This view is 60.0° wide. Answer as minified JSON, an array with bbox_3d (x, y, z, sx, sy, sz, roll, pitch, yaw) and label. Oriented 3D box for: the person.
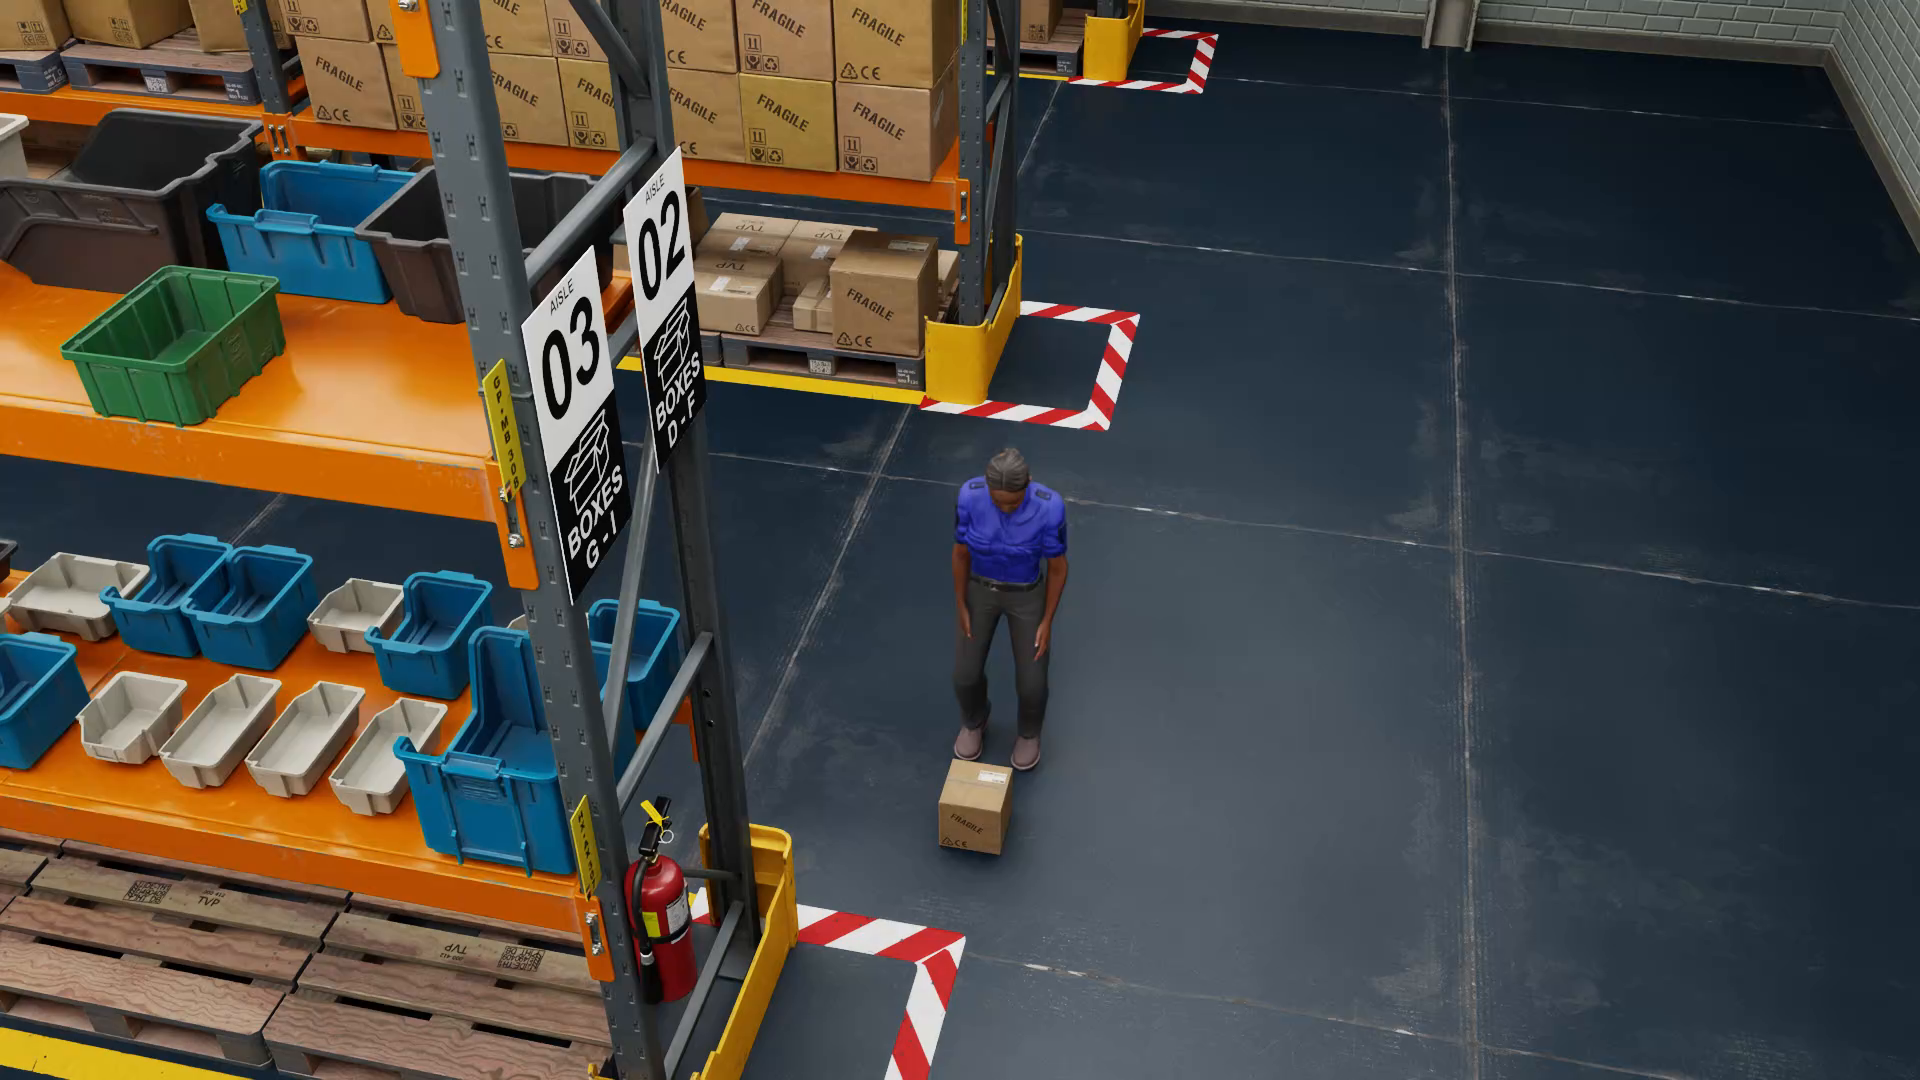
[{"bbox_3d":[0.199,0.263,6.687,0.465,1.588,0.411,8,38,11],"label":"person"}]
